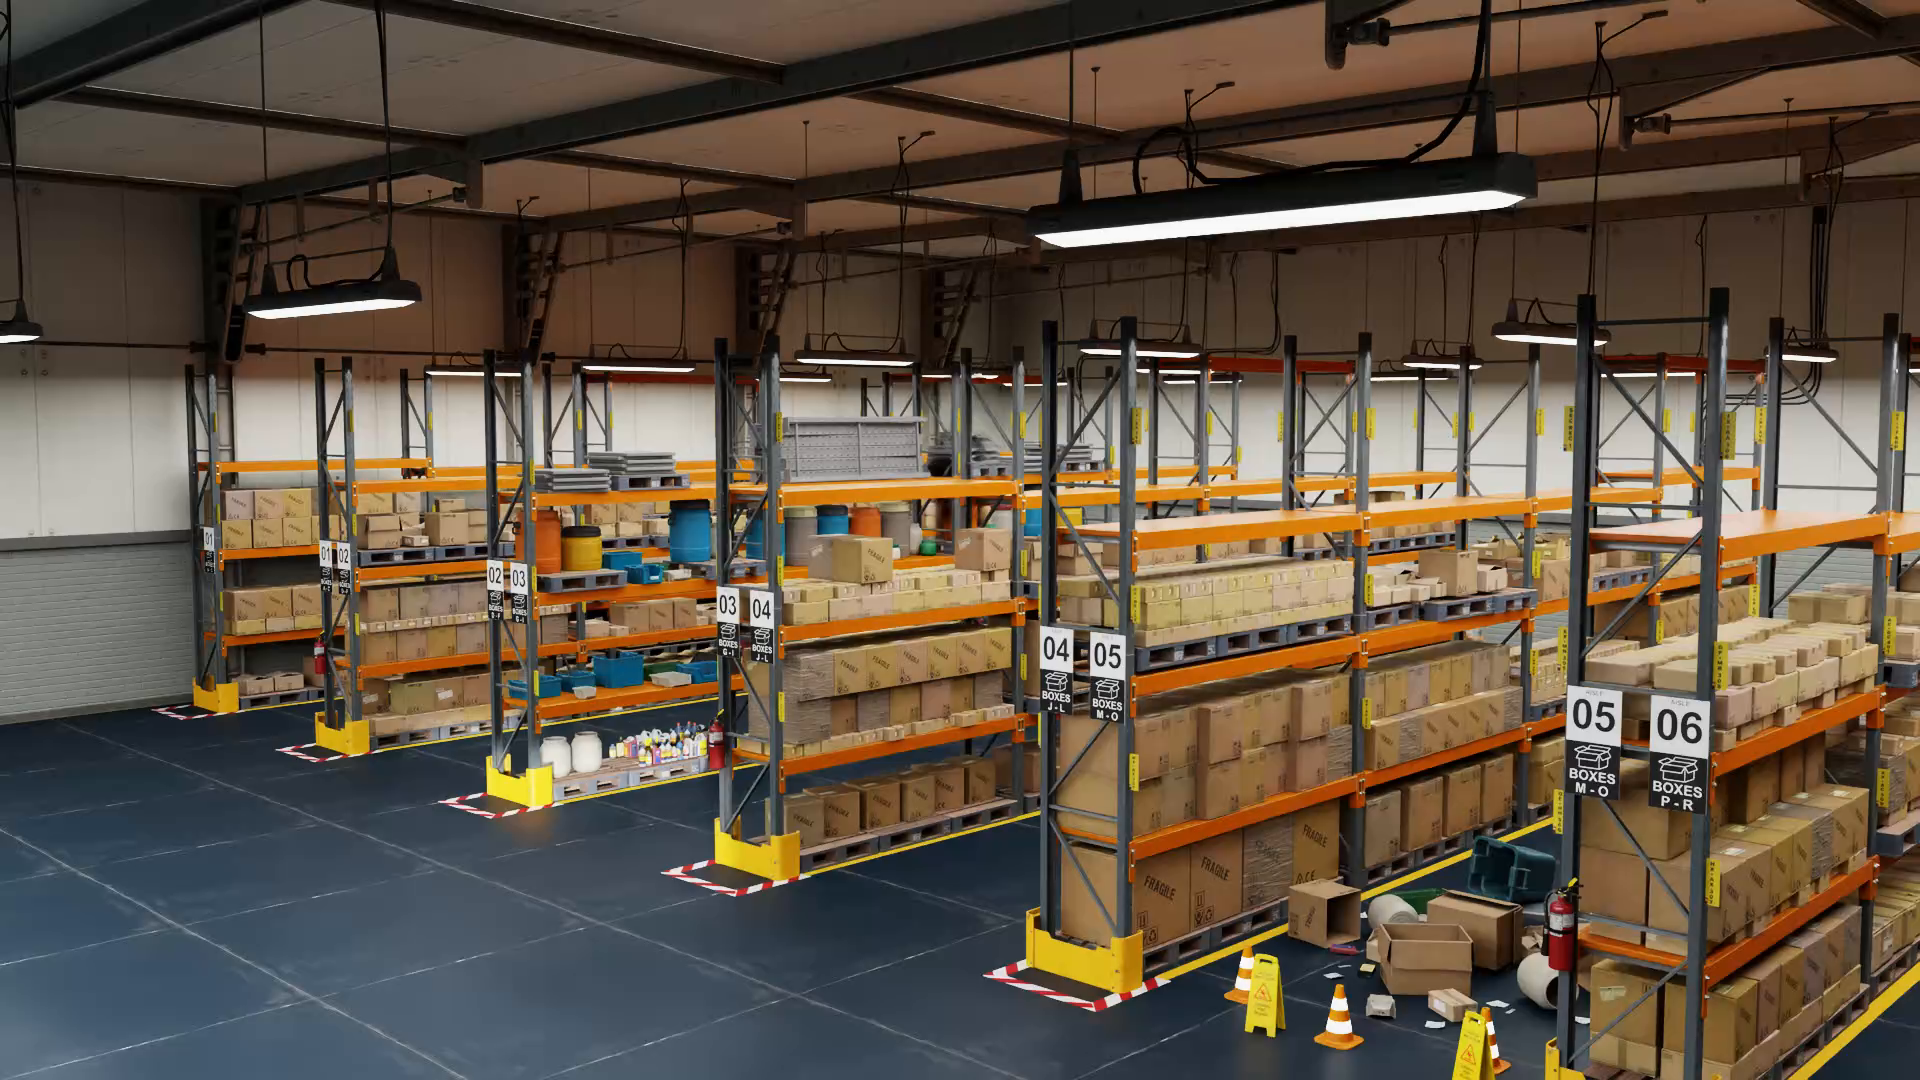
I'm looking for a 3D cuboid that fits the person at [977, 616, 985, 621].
[{"bbox_3d":[0.492,1.631,31.050,0.723,1.814,0.994,4,6,39],"label":"person"}]

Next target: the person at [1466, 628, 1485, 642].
[{"bbox_3d":[9.408,2.017,31.016,0.614,1.647,0.760,-4,6,-44],"label":"person"}]
